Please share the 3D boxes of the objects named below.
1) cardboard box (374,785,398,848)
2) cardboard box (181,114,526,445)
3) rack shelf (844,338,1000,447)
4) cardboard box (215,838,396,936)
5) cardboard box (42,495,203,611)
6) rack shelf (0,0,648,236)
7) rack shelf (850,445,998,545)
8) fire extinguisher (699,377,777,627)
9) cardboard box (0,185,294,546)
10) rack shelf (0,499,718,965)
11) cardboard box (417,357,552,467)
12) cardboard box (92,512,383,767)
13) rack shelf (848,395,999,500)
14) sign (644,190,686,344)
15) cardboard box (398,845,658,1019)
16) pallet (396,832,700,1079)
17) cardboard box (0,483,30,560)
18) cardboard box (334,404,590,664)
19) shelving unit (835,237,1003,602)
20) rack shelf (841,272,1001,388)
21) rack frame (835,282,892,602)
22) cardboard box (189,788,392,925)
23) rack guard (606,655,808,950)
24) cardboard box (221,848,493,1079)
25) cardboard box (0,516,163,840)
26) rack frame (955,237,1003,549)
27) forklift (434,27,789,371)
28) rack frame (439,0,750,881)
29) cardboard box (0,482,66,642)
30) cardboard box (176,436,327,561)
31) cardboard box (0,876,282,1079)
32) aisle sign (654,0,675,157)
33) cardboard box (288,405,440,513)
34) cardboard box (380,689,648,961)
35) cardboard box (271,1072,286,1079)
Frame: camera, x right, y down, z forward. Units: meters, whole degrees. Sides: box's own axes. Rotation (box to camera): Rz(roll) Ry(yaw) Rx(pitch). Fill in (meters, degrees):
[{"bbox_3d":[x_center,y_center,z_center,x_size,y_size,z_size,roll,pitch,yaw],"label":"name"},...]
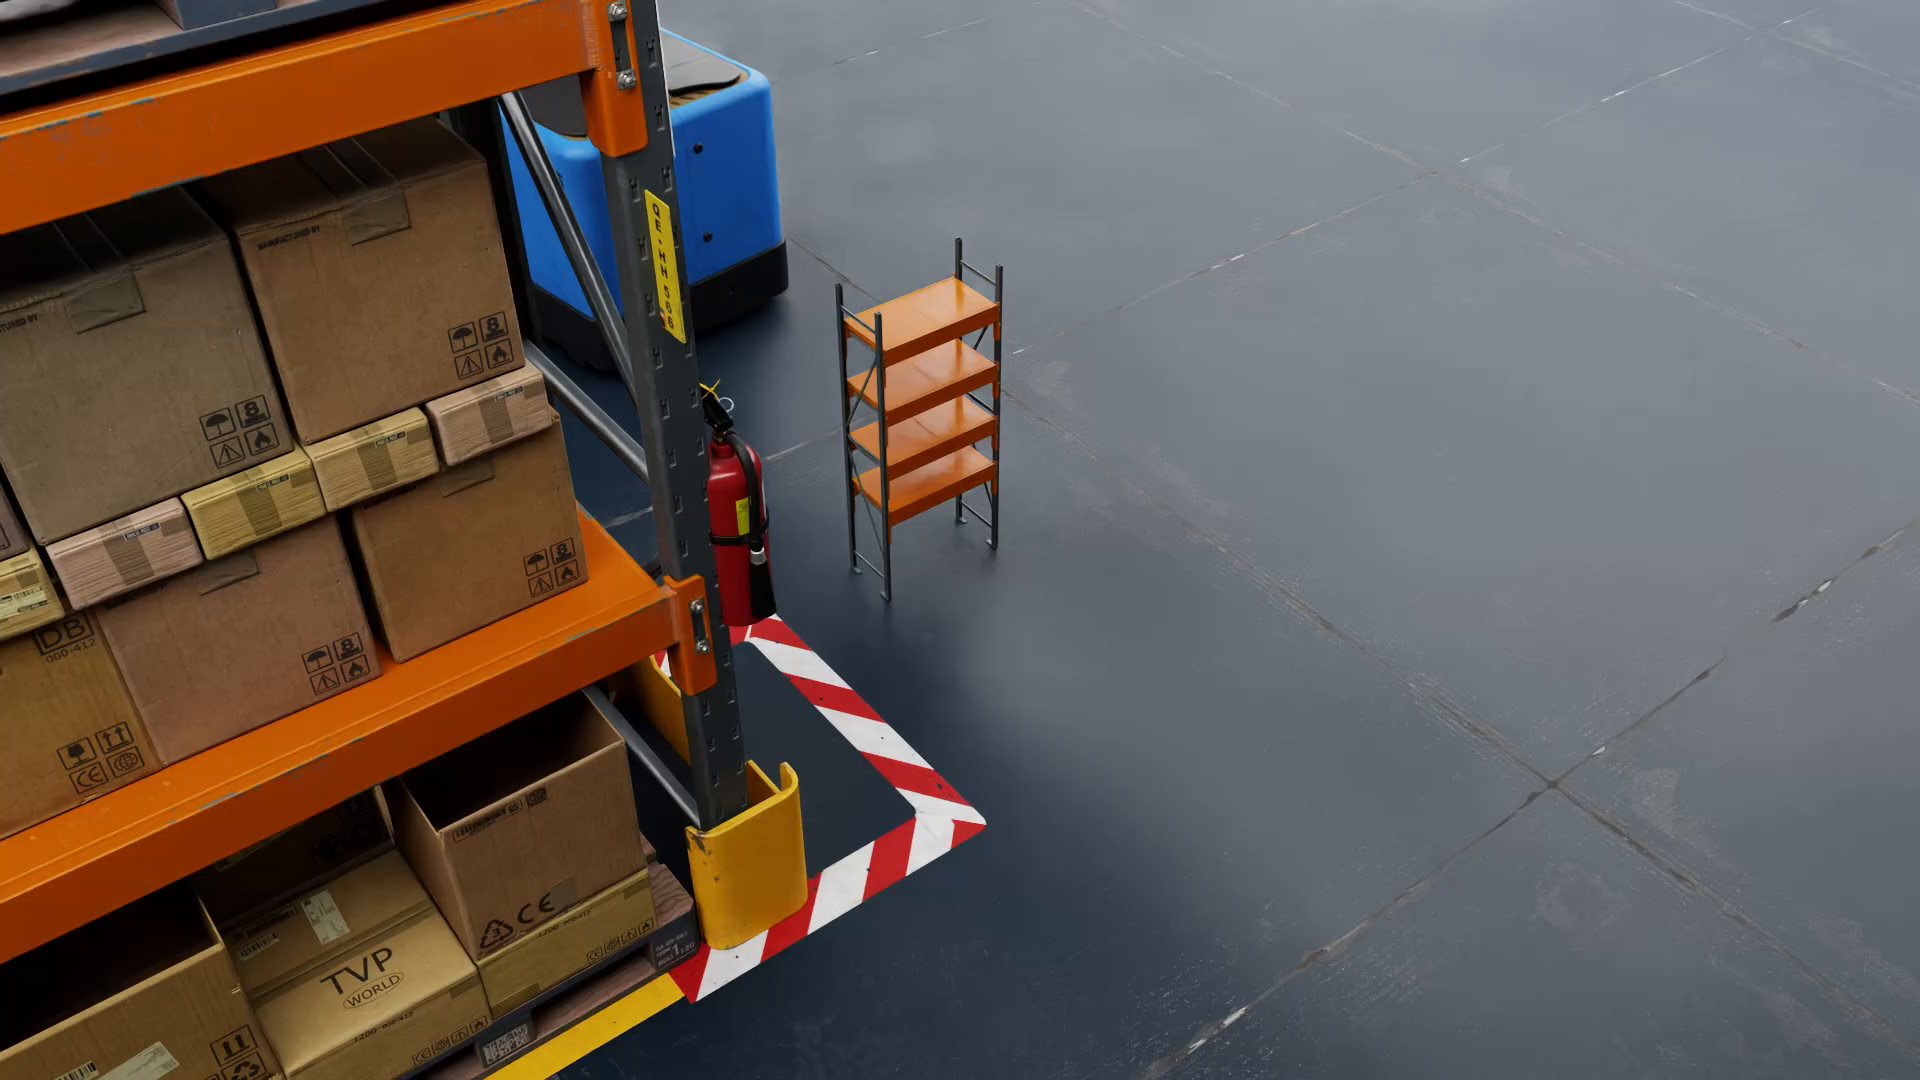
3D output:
[{"bbox_3d":[-1.498,0.688,4.883,0.500,0.250,0.500,-26,46,-28],"label":"cardboard box"},{"bbox_3d":[-1.357,-0.654,3.580,0.500,0.500,0.700,-26,46,-28],"label":"cardboard box"},{"bbox_3d":[-0.131,-0.521,5.692,0.480,0.148,0.258,-26,46,-28],"label":"rack shelf"},{"bbox_3d":[-1.892,0.883,4.645,0.500,0.250,0.500,-26,46,-28],"label":"cardboard box"},{"bbox_3d":[-1.734,-0.057,3.364,0.250,0.149,0.380,-25,46,-28],"label":"cardboard box"},{"bbox_3d":[-2.523,-0.417,2.595,4.000,0.370,1.077,-26,46,-28],"label":"rack shelf"},{"bbox_3d":[-0.131,-0.194,5.960,0.480,0.148,0.258,-26,46,-28],"label":"rack shelf"},{"bbox_3d":[-0.560,-0.090,4.056,0.183,0.674,0.296,-26,46,-28],"label":"fire extinguisher"},{"bbox_3d":[-1.771,-0.448,3.329,0.500,0.500,0.700,-27,47,-29],"label":"cardboard box"},{"bbox_3d":[-2.523,0.743,3.546,4.000,0.370,1.077,-26,46,-28],"label":"rack shelf"},{"bbox_3d":[-1.124,-0.354,3.726,0.250,0.149,0.380,-27,46,-29],"label":"cardboard box"},{"bbox_3d":[-1.729,0.033,3.766,0.500,0.500,0.700,-25,45,-27],"label":"cardboard box"},{"bbox_3d":[-0.131,-0.348,5.834,0.480,0.148,0.258,-26,46,-28],"label":"rack shelf"},{"bbox_3d":[-0.618,-0.569,3.479,0.005,0.325,0.100,-26,46,-28],"label":"sign"},{"bbox_3d":[-1.182,0.949,4.565,0.500,0.250,0.500,-26,46,-28],"label":"cardboard box"},{"bbox_3d":[-1.518,1.087,4.759,1.213,0.211,1.003,-26,46,-28],"label":"pallet"},{"bbox_3d":[-2.170,-0.253,3.091,0.500,0.500,0.700,-26,46,-28],"label":"cardboard box"},{"bbox_3d":[-1.315,-0.173,4.017,0.500,0.500,0.700,-26,46,-28],"label":"cardboard box"},{"bbox_3d":[-0.131,-0.400,5.791,0.503,1.200,0.258,-26,46,-28],"label":"shelving unit"},{"bbox_3d":[-0.131,-0.704,5.542,0.480,0.148,0.258,-26,46,-28],"label":"rack shelf"},{"bbox_3d":[-0.325,-0.306,5.677,0.015,1.200,0.240,-26,46,-28],"label":"rack frame"},{"bbox_3d":[-1.893,0.592,4.408,0.500,0.500,0.500,-26,46,-28],"label":"cardboard box"},{"bbox_3d":[-0.918,0.649,5.065,0.348,0.500,1.175,-26,46,-28],"label":"rack guard"},{"bbox_3d":[-1.571,1.148,4.323,0.500,0.250,0.500,-26,46,-28],"label":"cardboard box"},{"bbox_3d":[-2.126,0.222,3.536,0.500,0.500,0.700,-26,46,-28],"label":"cardboard box"},{"bbox_3d":[0.062,-0.494,5.906,0.015,1.200,0.240,-26,46,-28],"label":"rack frame"},{"bbox_3d":[-2.177,-2.673,7.197,3.031,2.935,1.130,32,49,33],"label":"forklift"},{"bbox_3d":[-0.937,-0.308,4.260,0.127,3.000,1.000,-26,46,-28],"label":"rack frame"},{"bbox_3d":[-1.942,0.045,3.240,0.250,0.149,0.380,-25,45,-27],"label":"cardboard box"},{"bbox_3d":[-1.533,-0.153,3.481,0.250,0.149,0.380,-27,46,-29],"label":"cardboard box"},{"bbox_3d":[-1.965,1.054,3.846,0.500,0.500,0.500,-26,46,-28],"label":"cardboard box"},{"bbox_3d":[-0.706,-1.191,3.287,0.004,0.787,0.394,-26,46,-28],"label":"aisle sign"},{"bbox_3d":[-1.331,-0.252,3.602,0.250,0.149,0.380,-25,45,-27],"label":"cardboard box"},{"bbox_3d":[-1.181,0.660,4.326,0.500,0.500,0.500,-26,46,-28],"label":"cardboard box"},{"bbox_3d":[-1.967,1.342,4.086,0.500,0.250,0.500,-26,46,-28],"label":"cardboard box"}]
